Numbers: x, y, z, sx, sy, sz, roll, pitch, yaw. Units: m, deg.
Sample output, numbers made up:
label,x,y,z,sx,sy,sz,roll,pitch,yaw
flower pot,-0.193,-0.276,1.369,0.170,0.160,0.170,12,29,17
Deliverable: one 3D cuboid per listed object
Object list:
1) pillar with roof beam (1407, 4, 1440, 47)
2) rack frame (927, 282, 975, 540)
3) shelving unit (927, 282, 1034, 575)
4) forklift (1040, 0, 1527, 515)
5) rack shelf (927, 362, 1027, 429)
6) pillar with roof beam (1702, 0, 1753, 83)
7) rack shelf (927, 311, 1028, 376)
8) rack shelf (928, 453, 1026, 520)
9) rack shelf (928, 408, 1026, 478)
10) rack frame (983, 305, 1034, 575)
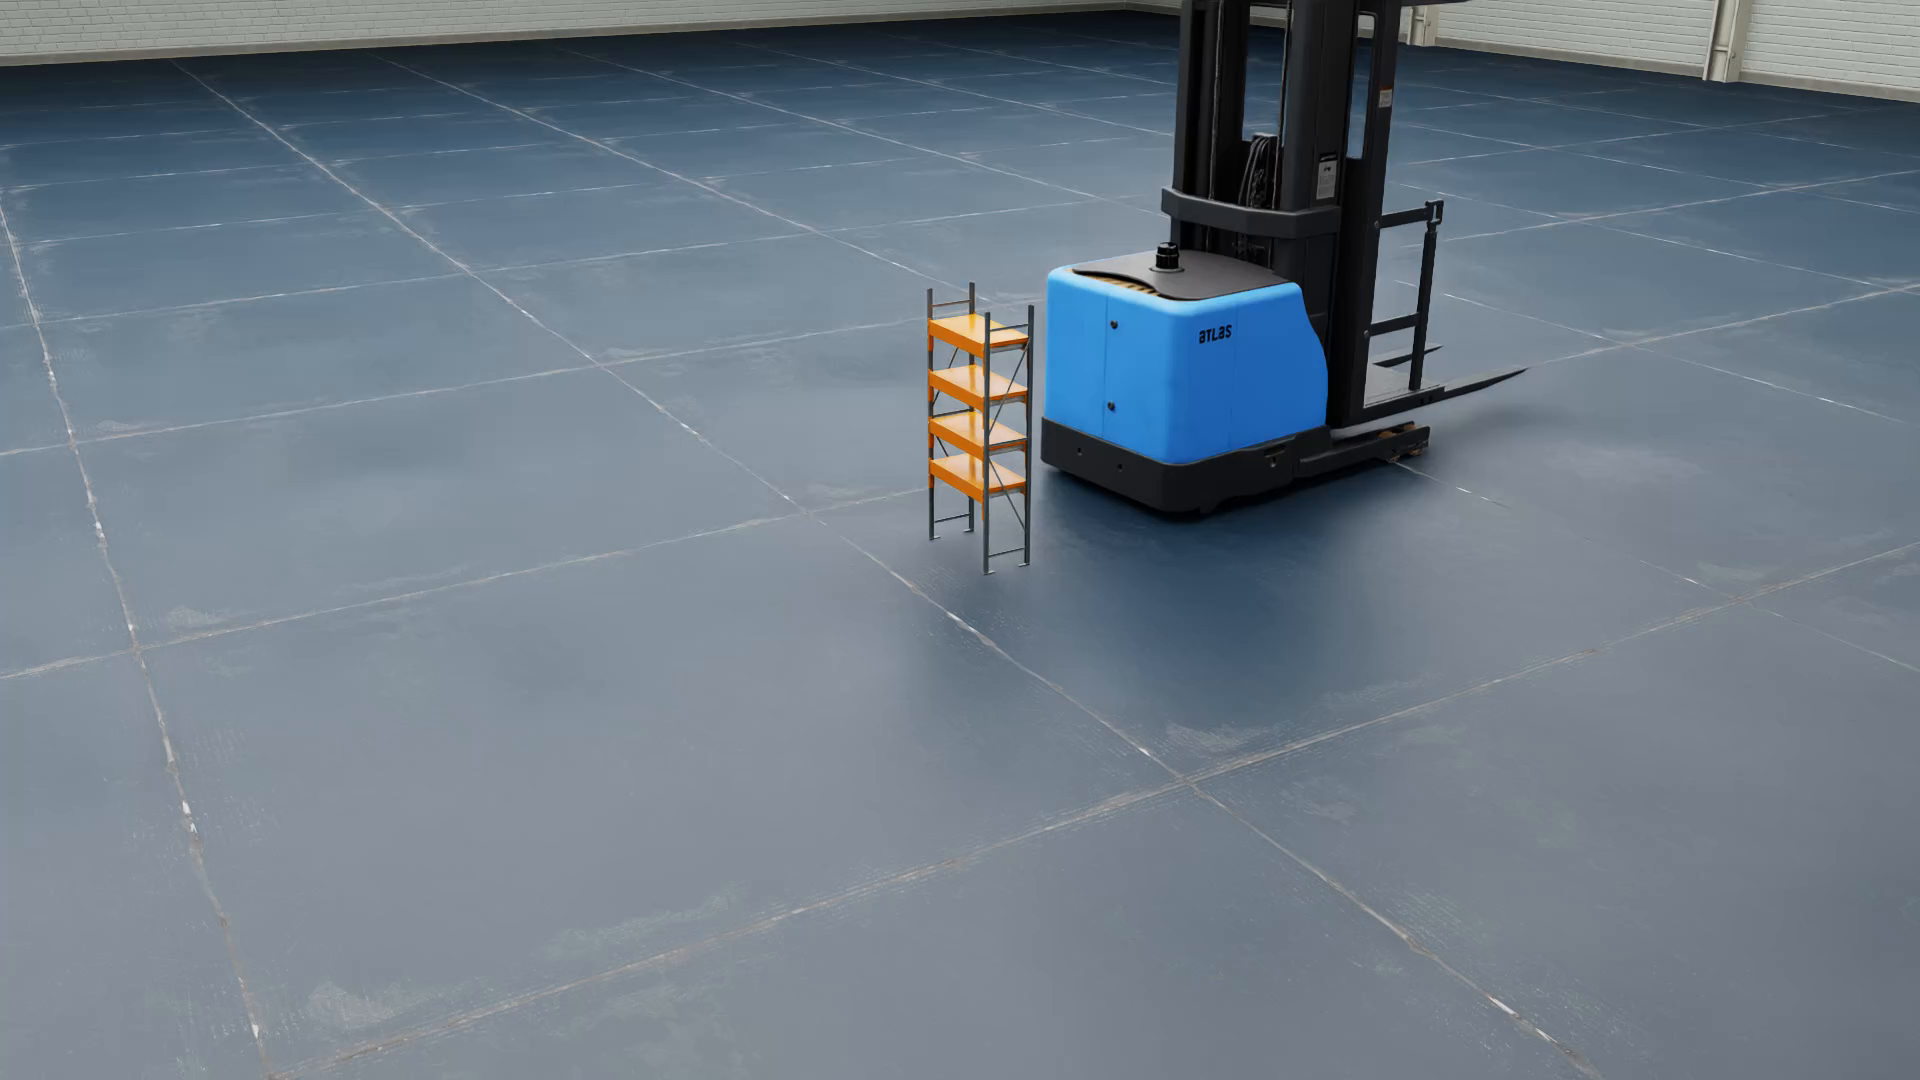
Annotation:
label,x,y,z,sx,sy,sz,roll,pitch,yaw
pillar with roof beam,4.387,-12.019,25.431,9.100,9.000,0.400,-13,25,-28
rack frame,-0.040,-0.581,7.648,0.240,1.200,0.015,-13,25,-28
shelving unit,0.085,-0.502,7.454,0.258,1.200,0.503,-13,25,-28
forklift,1.899,-1.909,8.614,3.031,2.935,1.130,-16,27,-34
rack shelf,0.085,-0.647,7.395,0.258,0.148,0.480,-13,25,-28
pillar with roof beam,7.452,-10.077,20.652,9.100,9.000,0.400,-13,25,-28
rack shelf,0.085,-0.866,7.306,0.258,0.148,0.480,-13,25,-28
rack shelf,0.085,-0.256,7.554,0.258,0.148,0.480,-13,25,-28
rack shelf,0.085,-0.440,7.479,0.258,0.148,0.480,-13,25,-28
rack frame,0.209,-0.423,7.259,0.240,1.200,0.015,-13,25,-28
